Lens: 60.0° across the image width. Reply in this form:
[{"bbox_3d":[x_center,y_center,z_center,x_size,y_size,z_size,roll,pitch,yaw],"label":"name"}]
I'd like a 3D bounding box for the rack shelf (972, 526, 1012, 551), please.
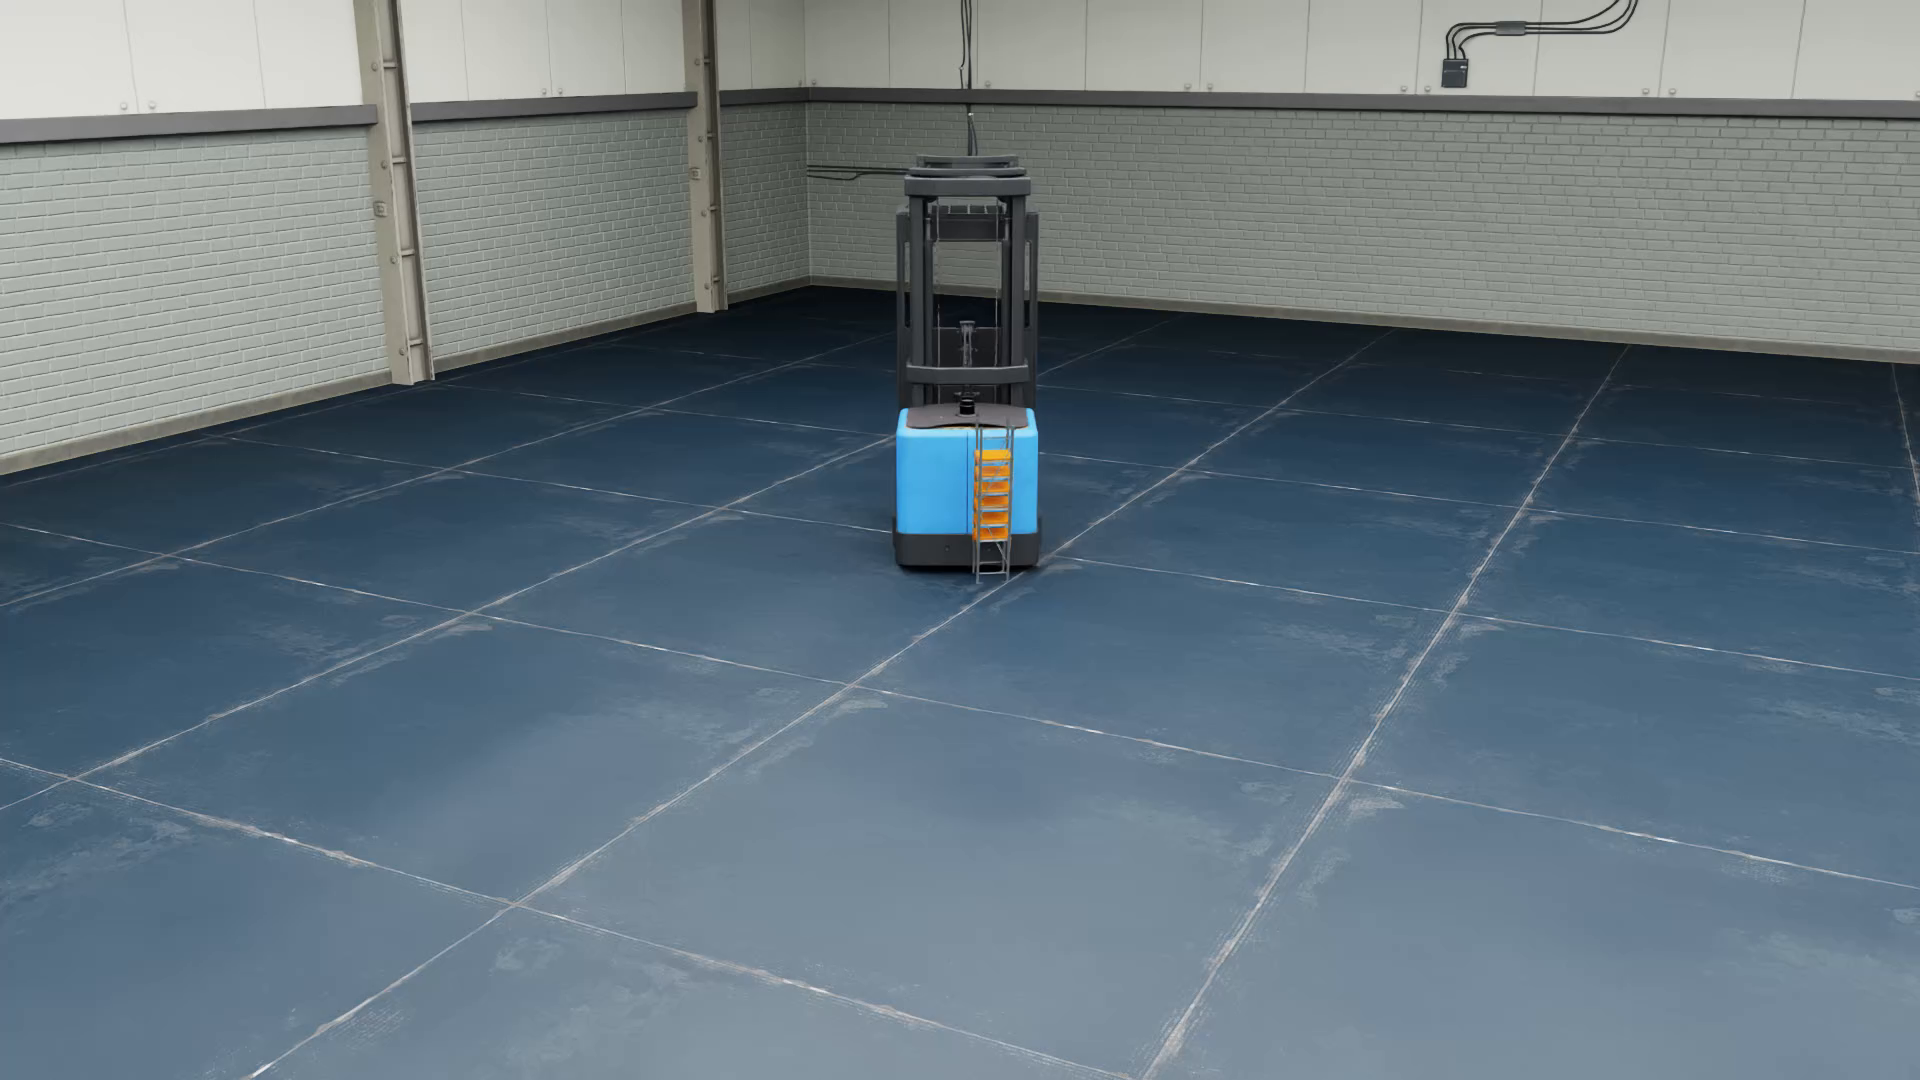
[{"bbox_3d":[0.227,-0.013,11.925,0.258,0.103,0.180,-2,24,-8],"label":"rack shelf"}]

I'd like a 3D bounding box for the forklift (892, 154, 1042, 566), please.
[{"bbox_3d":[0.057,-1.581,13.198,1.130,2.935,3.031,0,17,0],"label":"forklift"}]

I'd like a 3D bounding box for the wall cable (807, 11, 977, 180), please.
[{"bbox_3d":[-1.136,-6.770,25.467,3.097,2.526,0.112,8,18,25],"label":"wall cable"}]

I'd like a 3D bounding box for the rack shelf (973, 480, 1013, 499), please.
[{"bbox_3d":[0.234,-0.342,11.777,0.258,0.103,0.180,-2,24,-8],"label":"rack shelf"}]

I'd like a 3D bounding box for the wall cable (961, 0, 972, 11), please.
[{"bbox_3d":[1.284,-8.847,23.589,3.097,2.526,0.112,8,18,25],"label":"wall cable"}]

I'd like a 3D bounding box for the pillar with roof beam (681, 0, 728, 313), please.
[{"bbox_3d":[0.215,-7.129,21.221,9.100,9.000,0.400,8,18,25],"label":"pillar with roof beam"}]

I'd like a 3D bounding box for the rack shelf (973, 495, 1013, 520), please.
[{"bbox_3d":[0.232,-0.232,11.826,0.258,0.103,0.180,-2,24,-8],"label":"rack shelf"}]

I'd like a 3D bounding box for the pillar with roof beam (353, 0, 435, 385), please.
[{"bbox_3d":[-2.466,-5.601,16.075,9.100,9.000,0.400,8,18,25],"label":"pillar with roof beam"}]

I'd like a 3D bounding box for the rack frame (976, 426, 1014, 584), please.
[{"bbox_3d":[0.245,-0.235,11.725,0.240,1.200,0.006,-2,24,-8],"label":"rack frame"}]

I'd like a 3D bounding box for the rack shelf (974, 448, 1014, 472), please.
[{"bbox_3d":[0.239,-0.561,11.678,0.258,0.103,0.180,-2,24,-8],"label":"rack shelf"}]

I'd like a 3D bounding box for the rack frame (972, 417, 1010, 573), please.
[{"bbox_3d":[0.220,-0.310,11.890,0.240,1.200,0.006,-2,24,-8],"label":"rack frame"}]

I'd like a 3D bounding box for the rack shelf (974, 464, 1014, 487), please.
[{"bbox_3d":[0.236,-0.451,11.728,0.258,0.103,0.180,-2,24,-8],"label":"rack shelf"}]

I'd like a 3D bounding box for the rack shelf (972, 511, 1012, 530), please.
[{"bbox_3d":[0.229,-0.123,11.875,0.258,0.103,0.180,-2,24,-8],"label":"rack shelf"}]

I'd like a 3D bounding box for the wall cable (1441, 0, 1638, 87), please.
[{"bbox_3d":[7.349,-8.677,20.461,2.305,6.003,0.169,8,18,25],"label":"wall cable"}]

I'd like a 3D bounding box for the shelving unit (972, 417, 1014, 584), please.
[{"bbox_3d":[0.233,-0.273,11.808,0.258,1.200,0.189,-2,24,-8],"label":"shelving unit"}]
